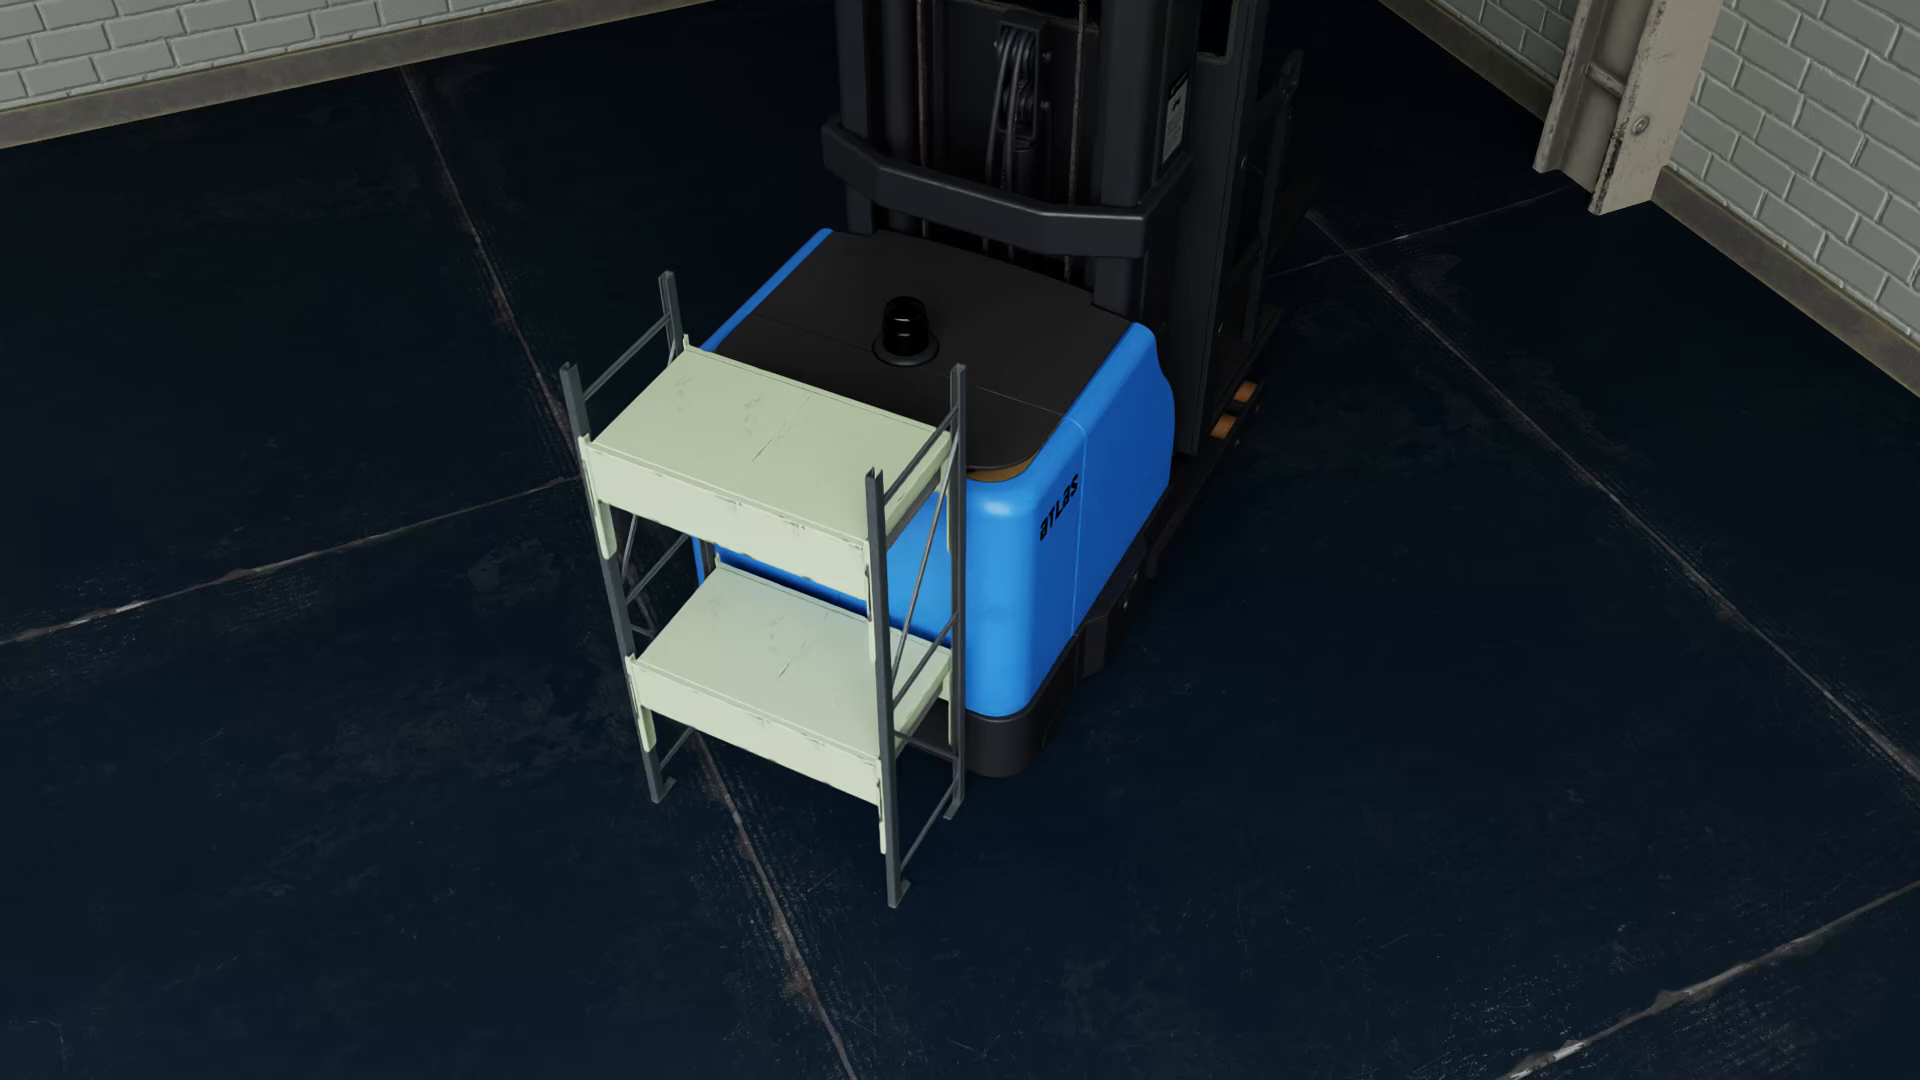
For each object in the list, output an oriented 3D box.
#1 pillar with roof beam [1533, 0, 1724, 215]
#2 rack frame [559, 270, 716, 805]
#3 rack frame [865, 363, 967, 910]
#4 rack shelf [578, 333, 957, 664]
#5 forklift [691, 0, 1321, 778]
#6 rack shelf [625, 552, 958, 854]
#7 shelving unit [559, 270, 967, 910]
[{"bbox_3d":[-1.347,-3.379,2.267,9.100,9.000,0.400,-18,47,-17],"label":"pillar with roof beam"},{"bbox_3d":[-0.739,0.057,4.125,0.023,1.500,0.400,20,48,19],"label":"rack frame"},{"bbox_3d":[-0.086,0.289,3.889,0.023,1.500,0.400,20,48,19],"label":"rack frame"},{"bbox_3d":[-0.412,-0.105,3.733,0.720,0.370,0.431,20,48,19],"label":"rack shelf"},{"bbox_3d":[0.380,-1.436,4.618,1.130,2.935,3.031,20,48,19],"label":"forklift"},{"bbox_3d":[-0.412,0.405,4.236,0.720,0.370,0.431,20,48,19],"label":"rack shelf"},{"bbox_3d":[-0.412,0.173,4.007,0.755,1.500,0.431,20,48,19],"label":"shelving unit"}]
